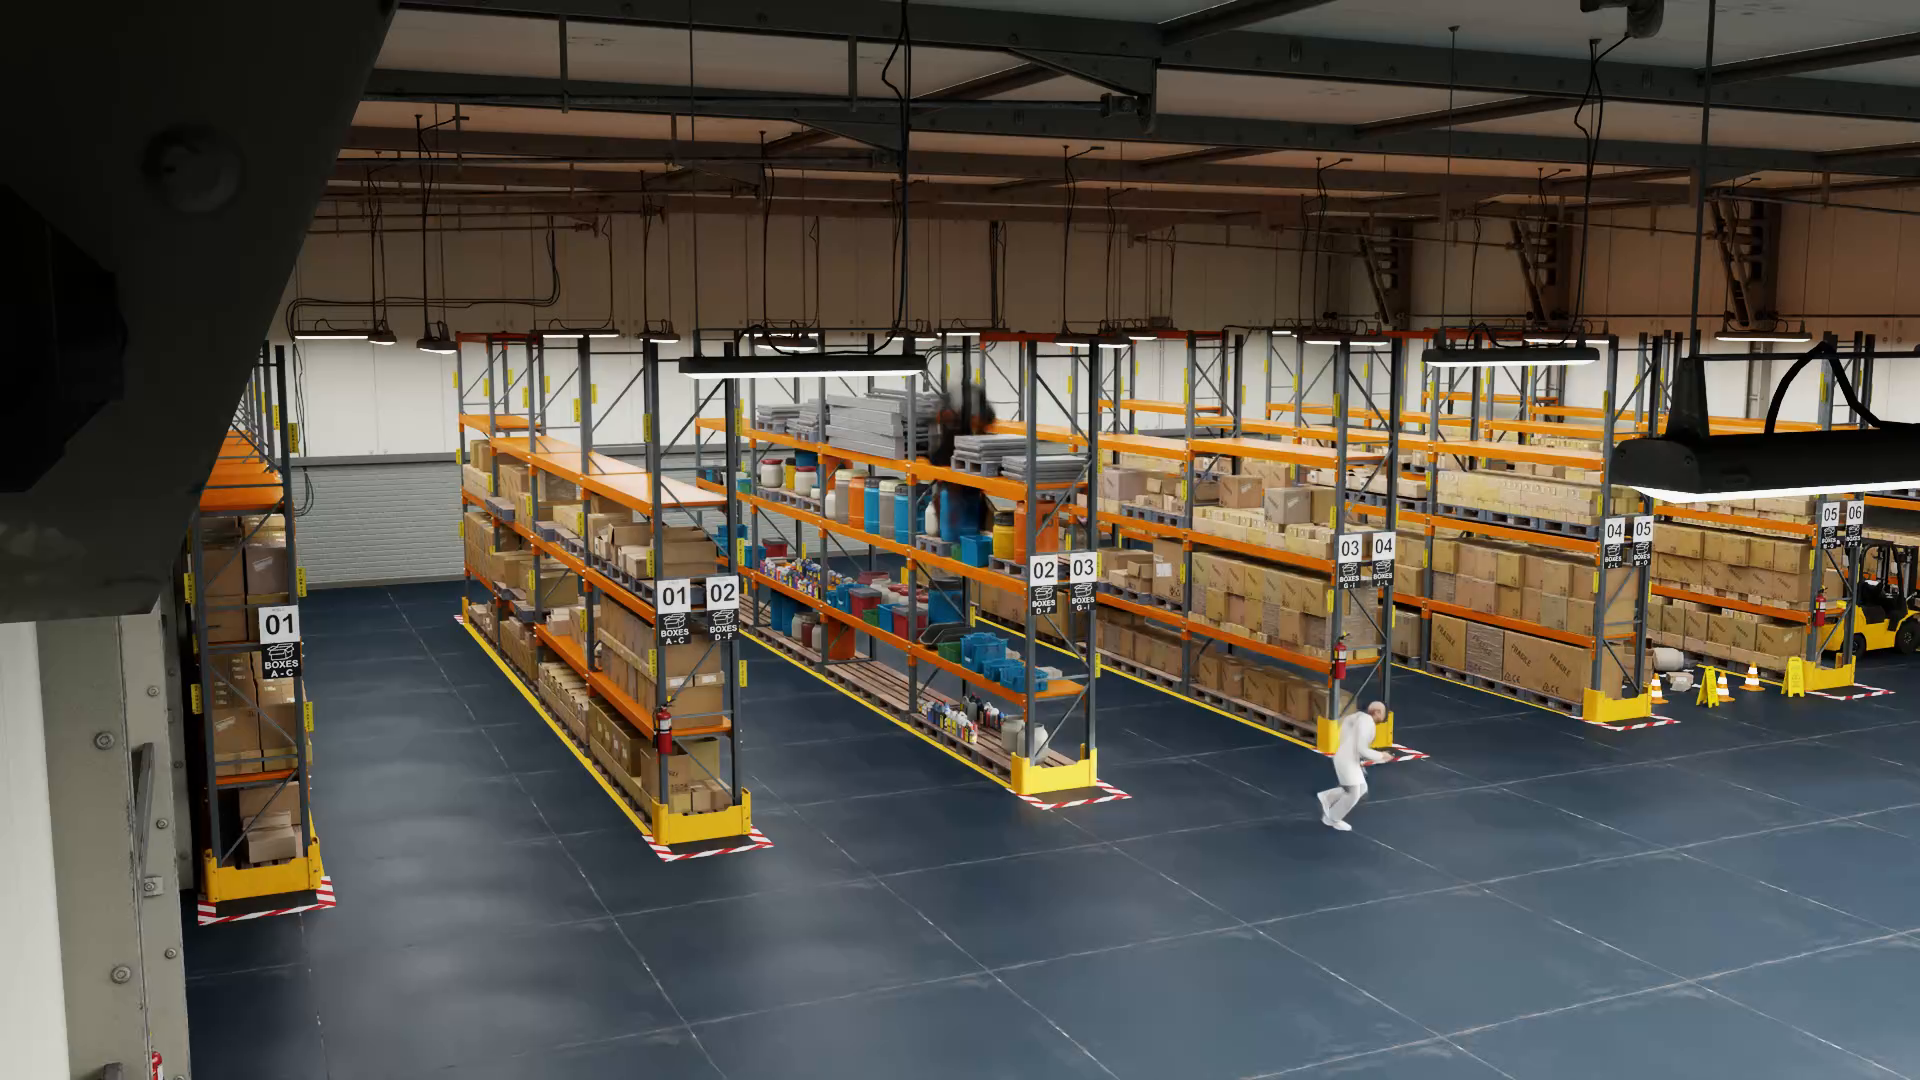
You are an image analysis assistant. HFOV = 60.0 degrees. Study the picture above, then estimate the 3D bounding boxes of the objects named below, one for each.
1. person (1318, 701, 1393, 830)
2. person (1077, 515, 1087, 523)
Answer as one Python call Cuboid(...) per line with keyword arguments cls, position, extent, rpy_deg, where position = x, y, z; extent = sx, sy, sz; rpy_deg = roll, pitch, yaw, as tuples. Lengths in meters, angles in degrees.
Cuboid(cls="person", position=(4.892, 2.779, 20.591), extent=(0.893, 1.629, 0.725), rpy_deg=(1, 8, 10))
Cuboid(cls="person", position=(3.027, -0.051, 41.813), extent=(0.599, 1.509, 0.679), rpy_deg=(-4, 9, -29))
